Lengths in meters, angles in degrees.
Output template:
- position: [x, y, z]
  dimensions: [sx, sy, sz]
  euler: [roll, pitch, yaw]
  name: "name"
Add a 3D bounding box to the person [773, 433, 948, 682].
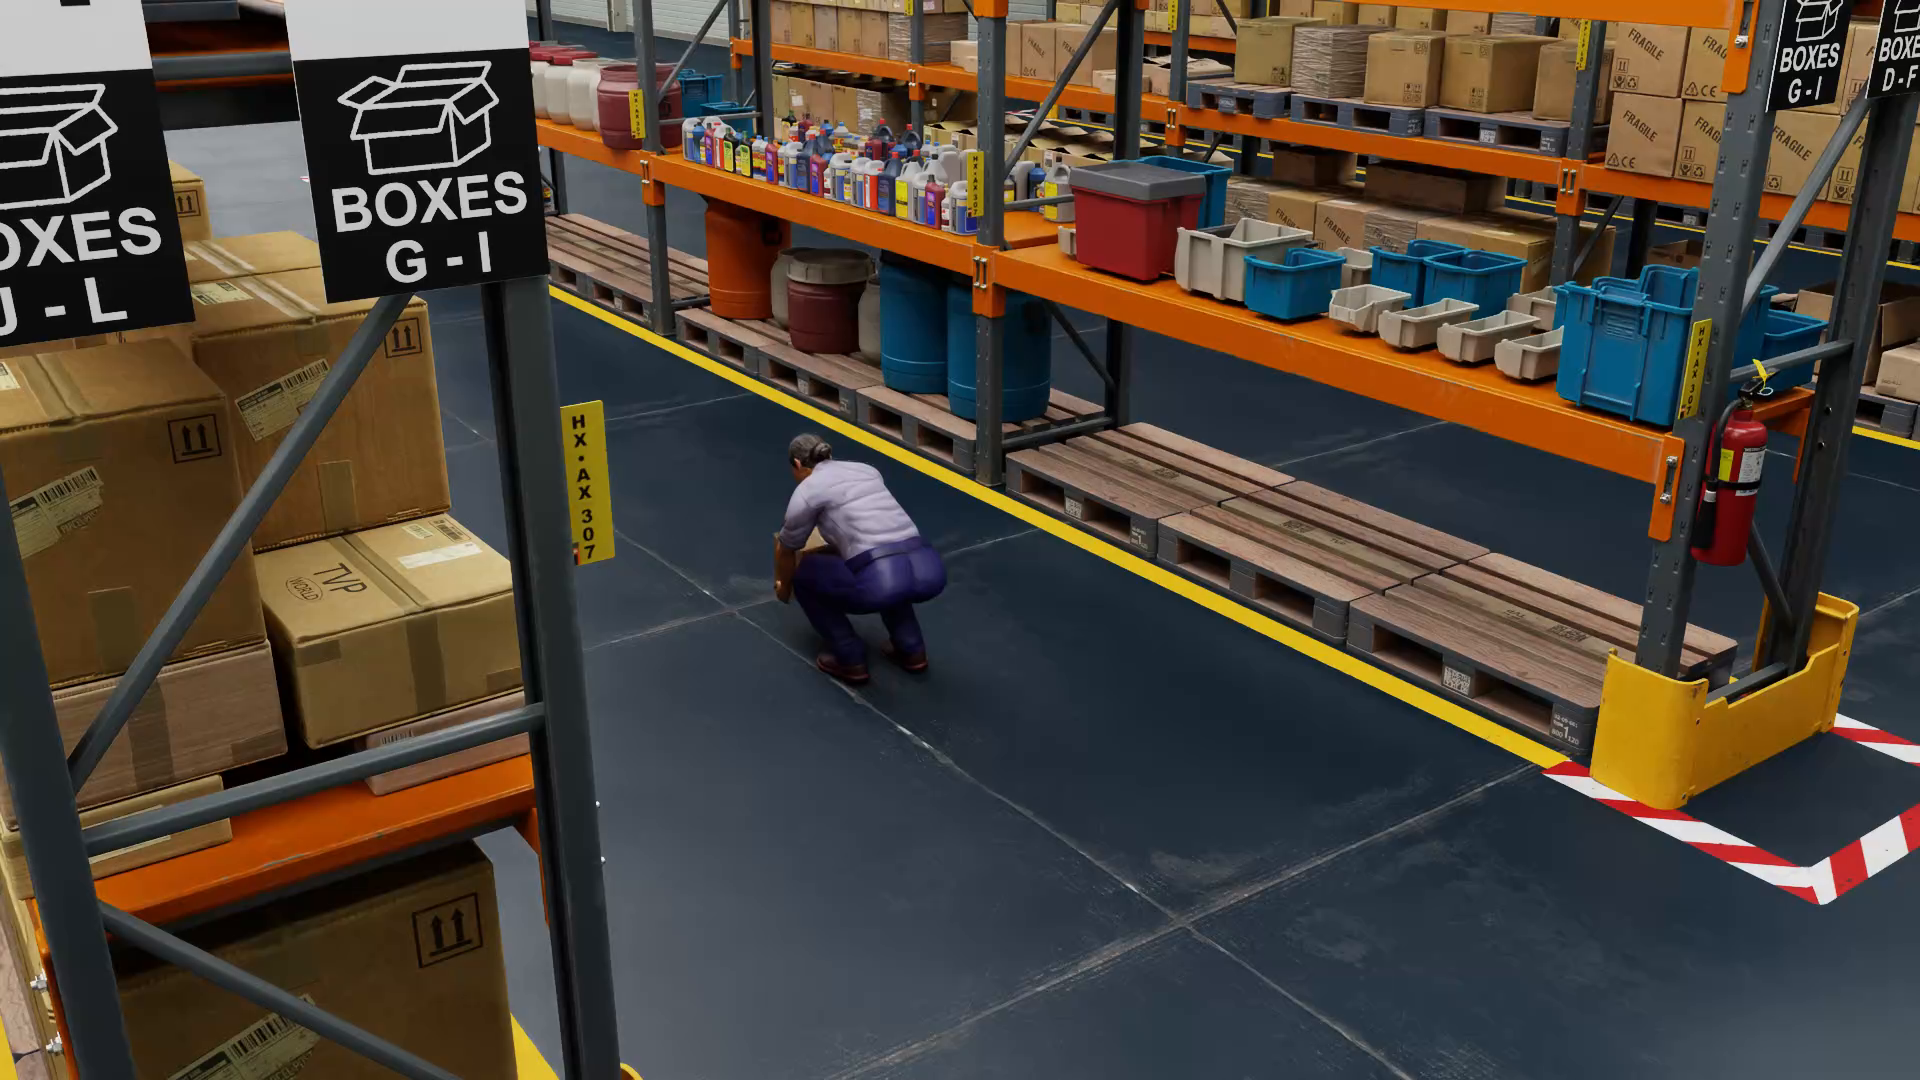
- position: [-0.435, 0.075, 6.880]
  dimensions: [0.526, 0.949, 0.829]
  euler: [-15, 26, -33]
  name: "person"
